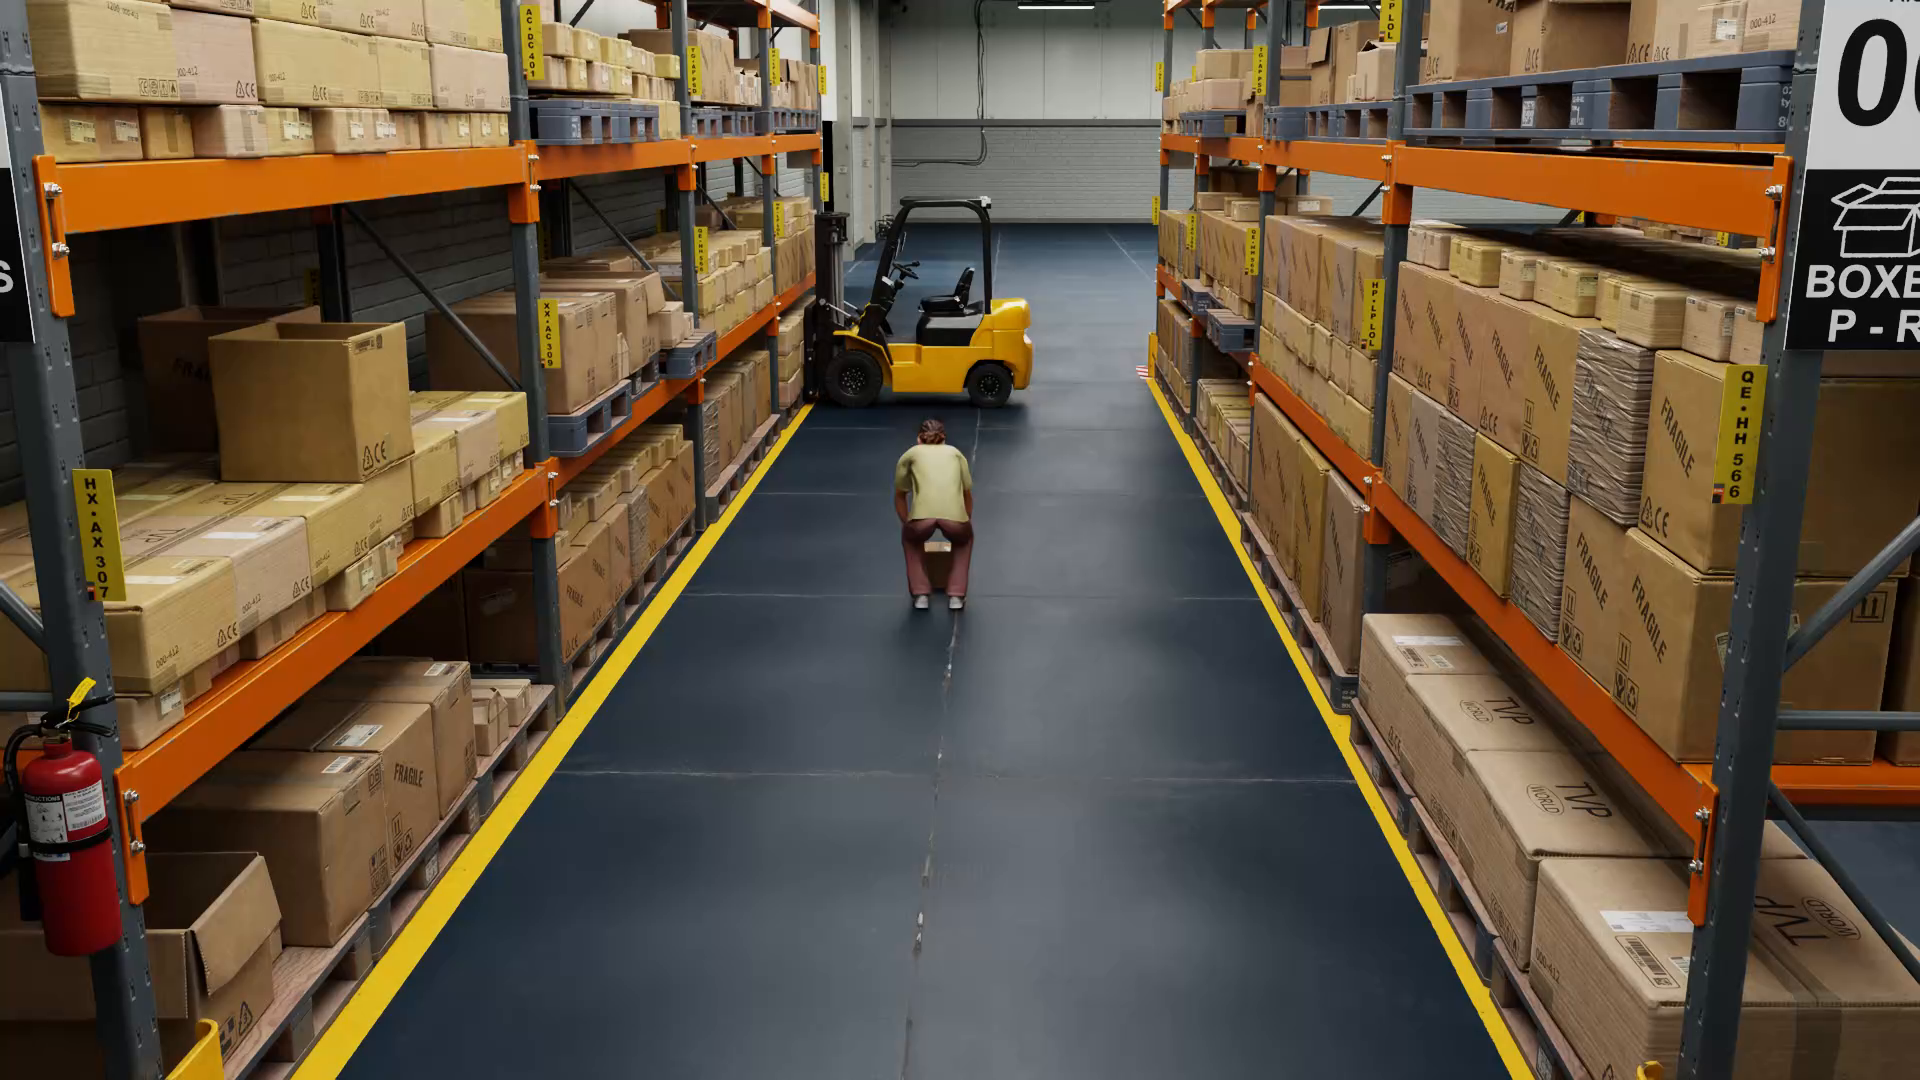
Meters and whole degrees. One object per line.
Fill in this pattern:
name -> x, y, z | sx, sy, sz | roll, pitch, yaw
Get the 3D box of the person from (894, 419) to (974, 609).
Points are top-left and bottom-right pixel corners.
person -> -0.167, -0.156, 10.320 | 0.503, 1.102, 0.757 | 0, 14, 1
